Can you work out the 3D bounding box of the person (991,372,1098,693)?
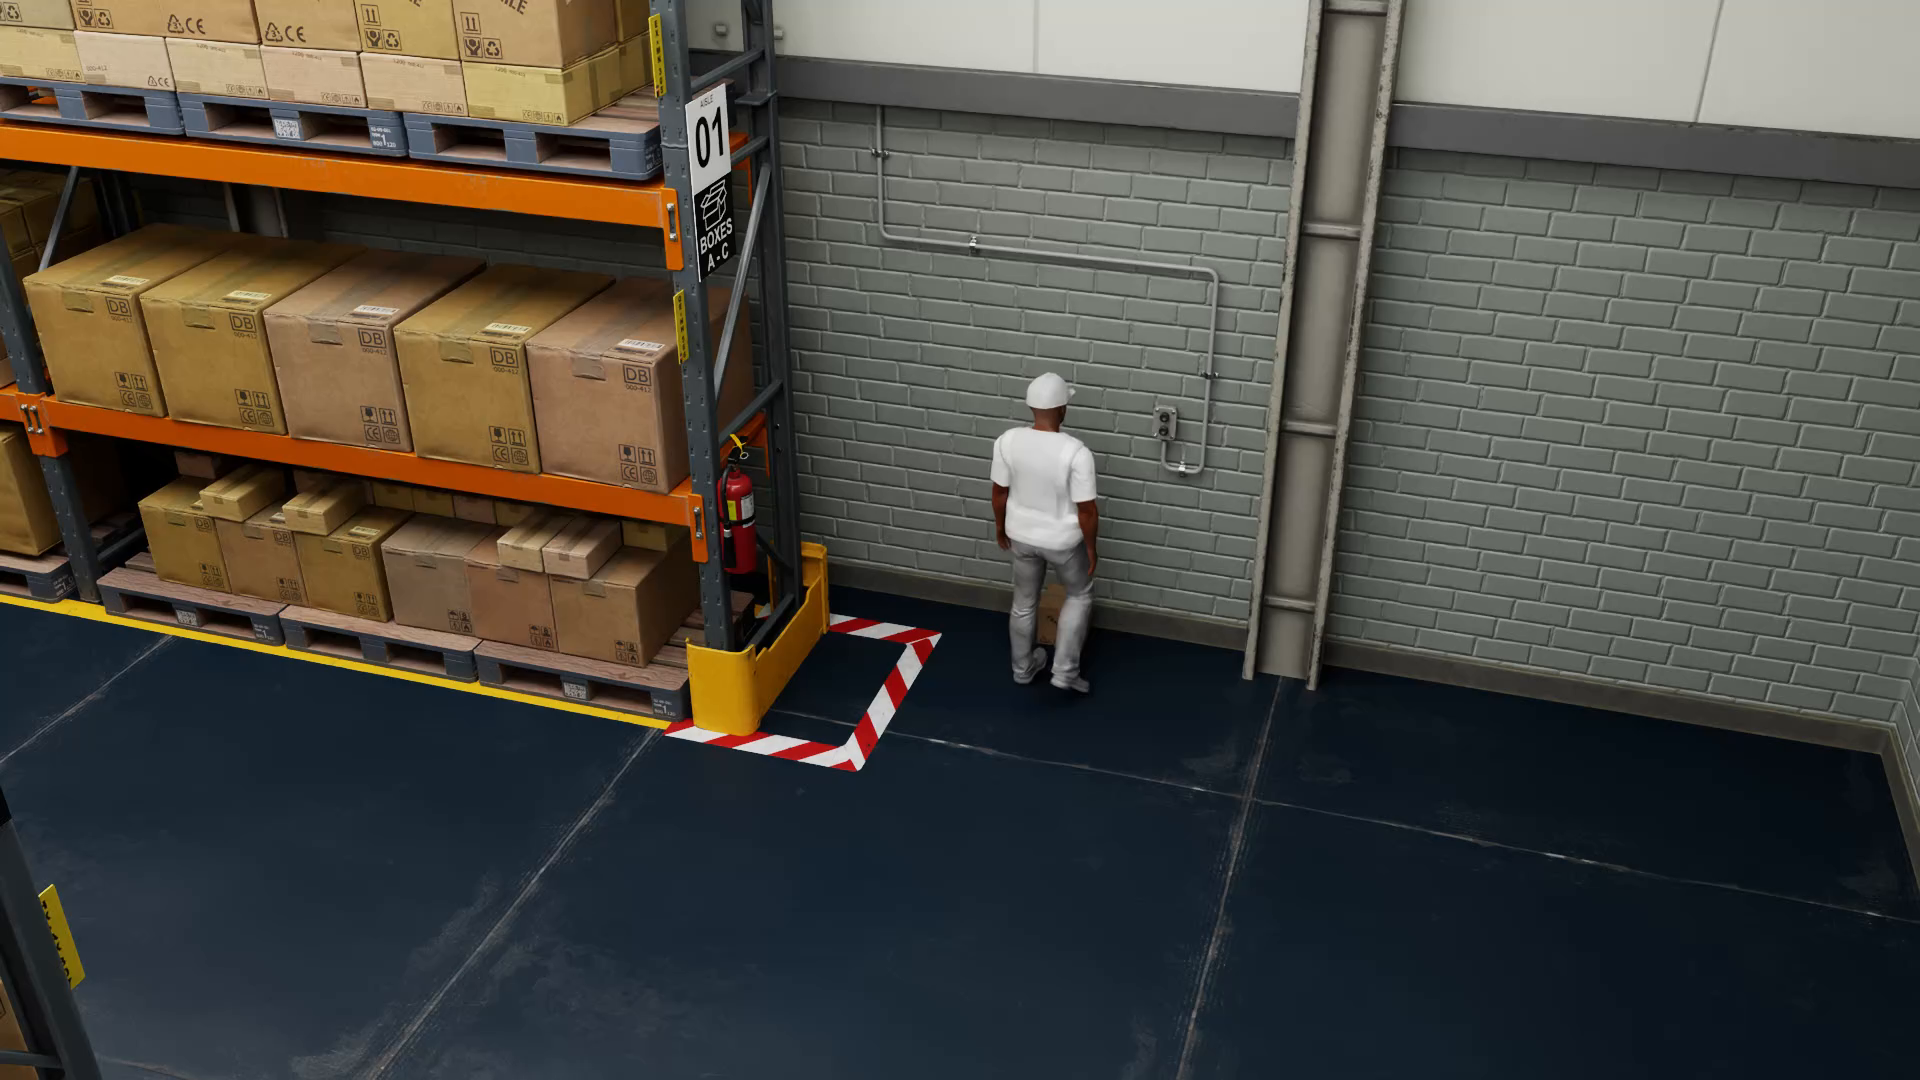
[{"bbox_3d":[0.444,-0.018,8.502,0.582,1.799,0.397,12,31,21],"label":"person"}]
